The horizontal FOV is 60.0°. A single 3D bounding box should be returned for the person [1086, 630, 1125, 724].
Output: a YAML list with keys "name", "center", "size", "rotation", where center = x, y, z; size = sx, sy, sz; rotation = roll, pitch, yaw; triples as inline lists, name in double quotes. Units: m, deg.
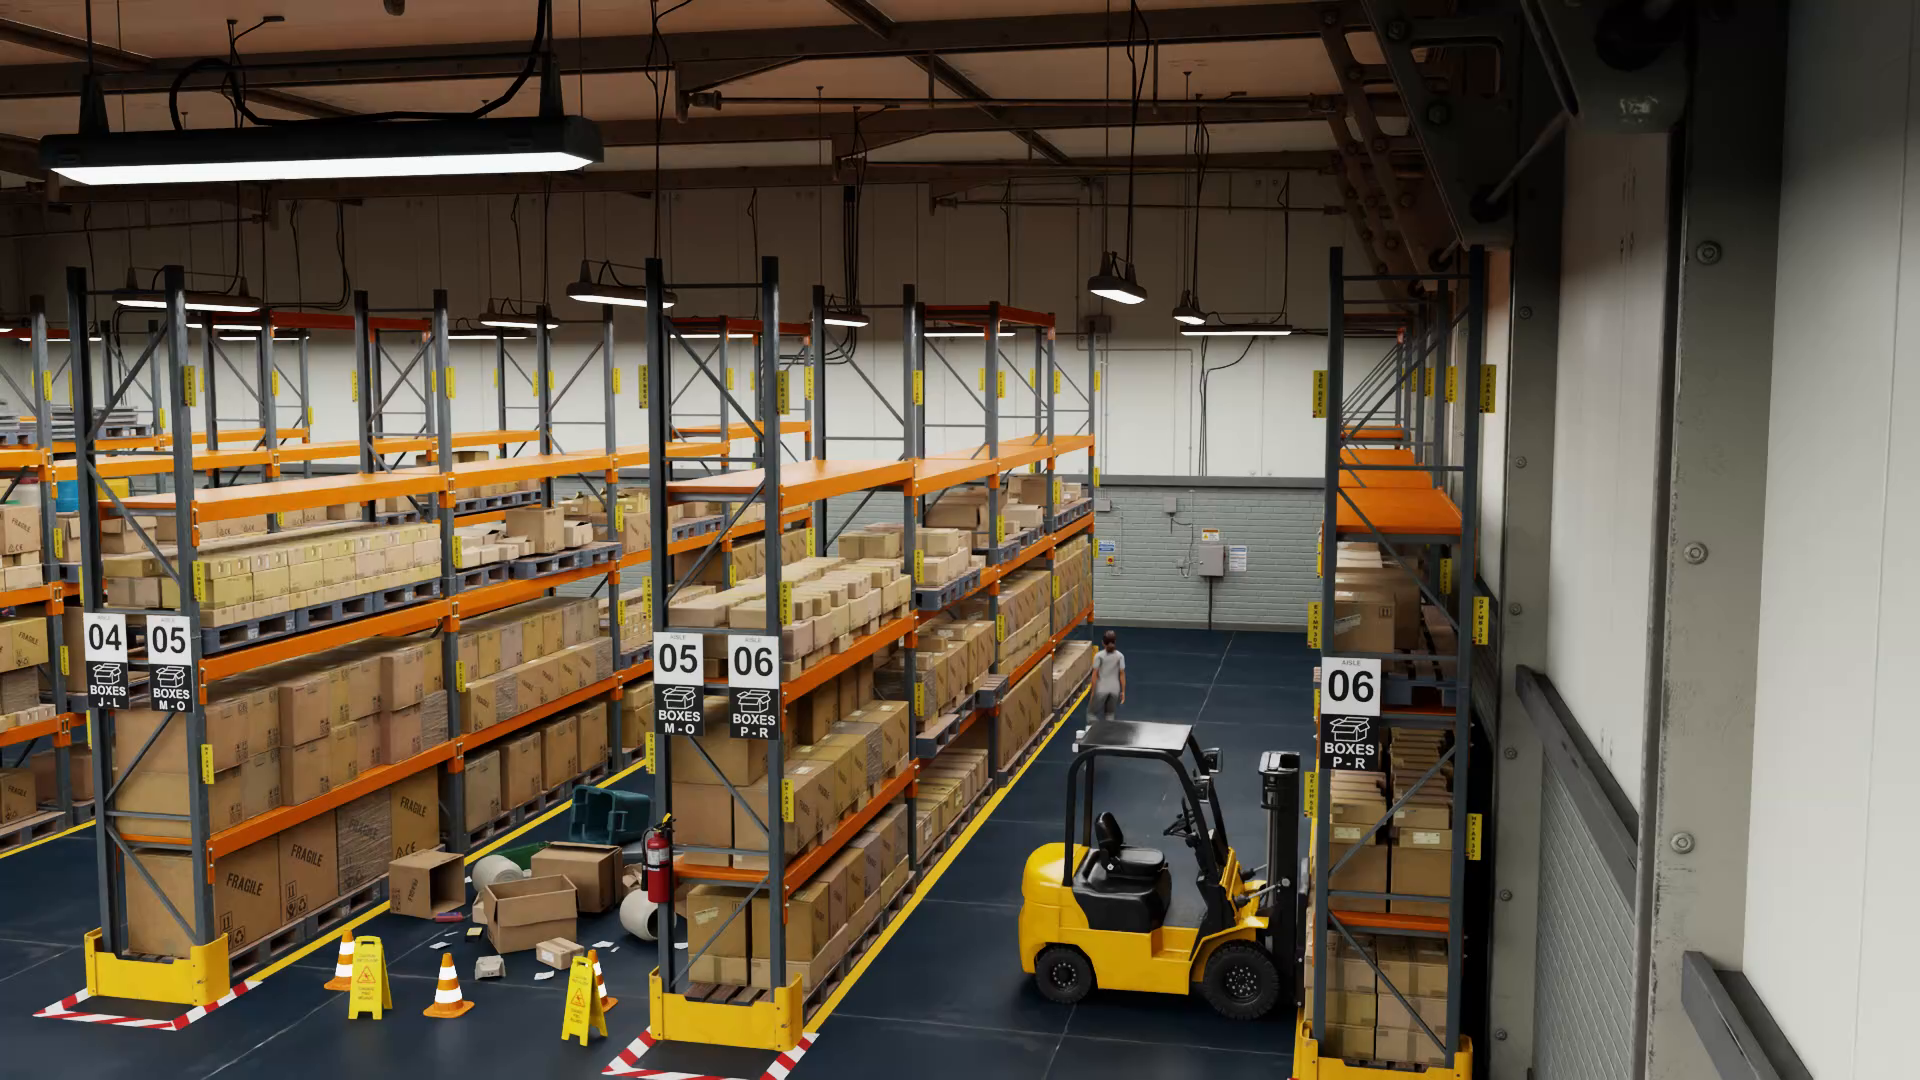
- name: "person"
  center: [1.905, 1.978, 21.613]
  size: [0.487, 1.634, 0.447]
  rotation: [-1, 6, -11]
